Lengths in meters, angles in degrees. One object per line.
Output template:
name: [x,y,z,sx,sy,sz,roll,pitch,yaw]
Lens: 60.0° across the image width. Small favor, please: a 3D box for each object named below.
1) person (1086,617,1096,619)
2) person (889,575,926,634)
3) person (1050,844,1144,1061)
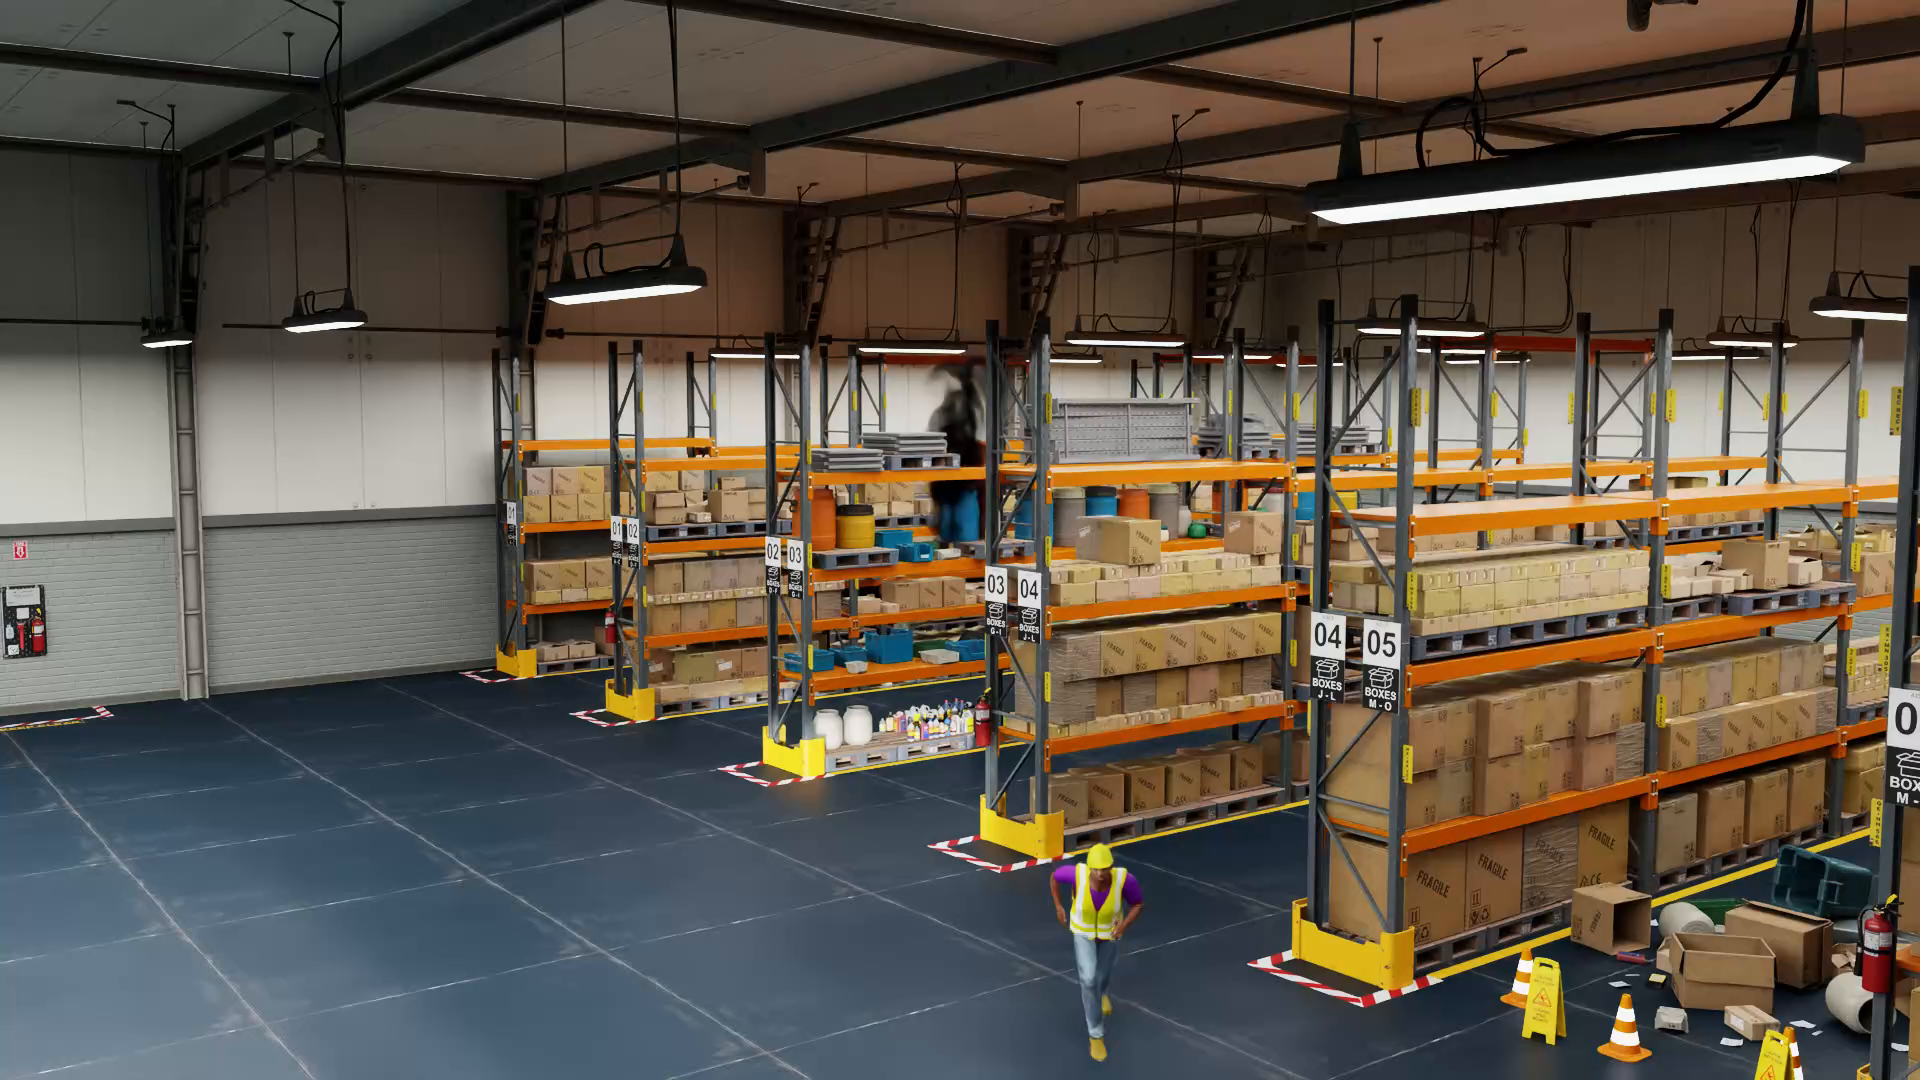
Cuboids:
person: [2.430,1.710,30.268,0.595,1.601,0.561,5,7,43]
person: [-1.023,1.451,32.617,0.896,1.731,0.632,-4,6,-38]
person: [1.095,3.185,13.318,0.746,1.716,1.058,0,5,5]
